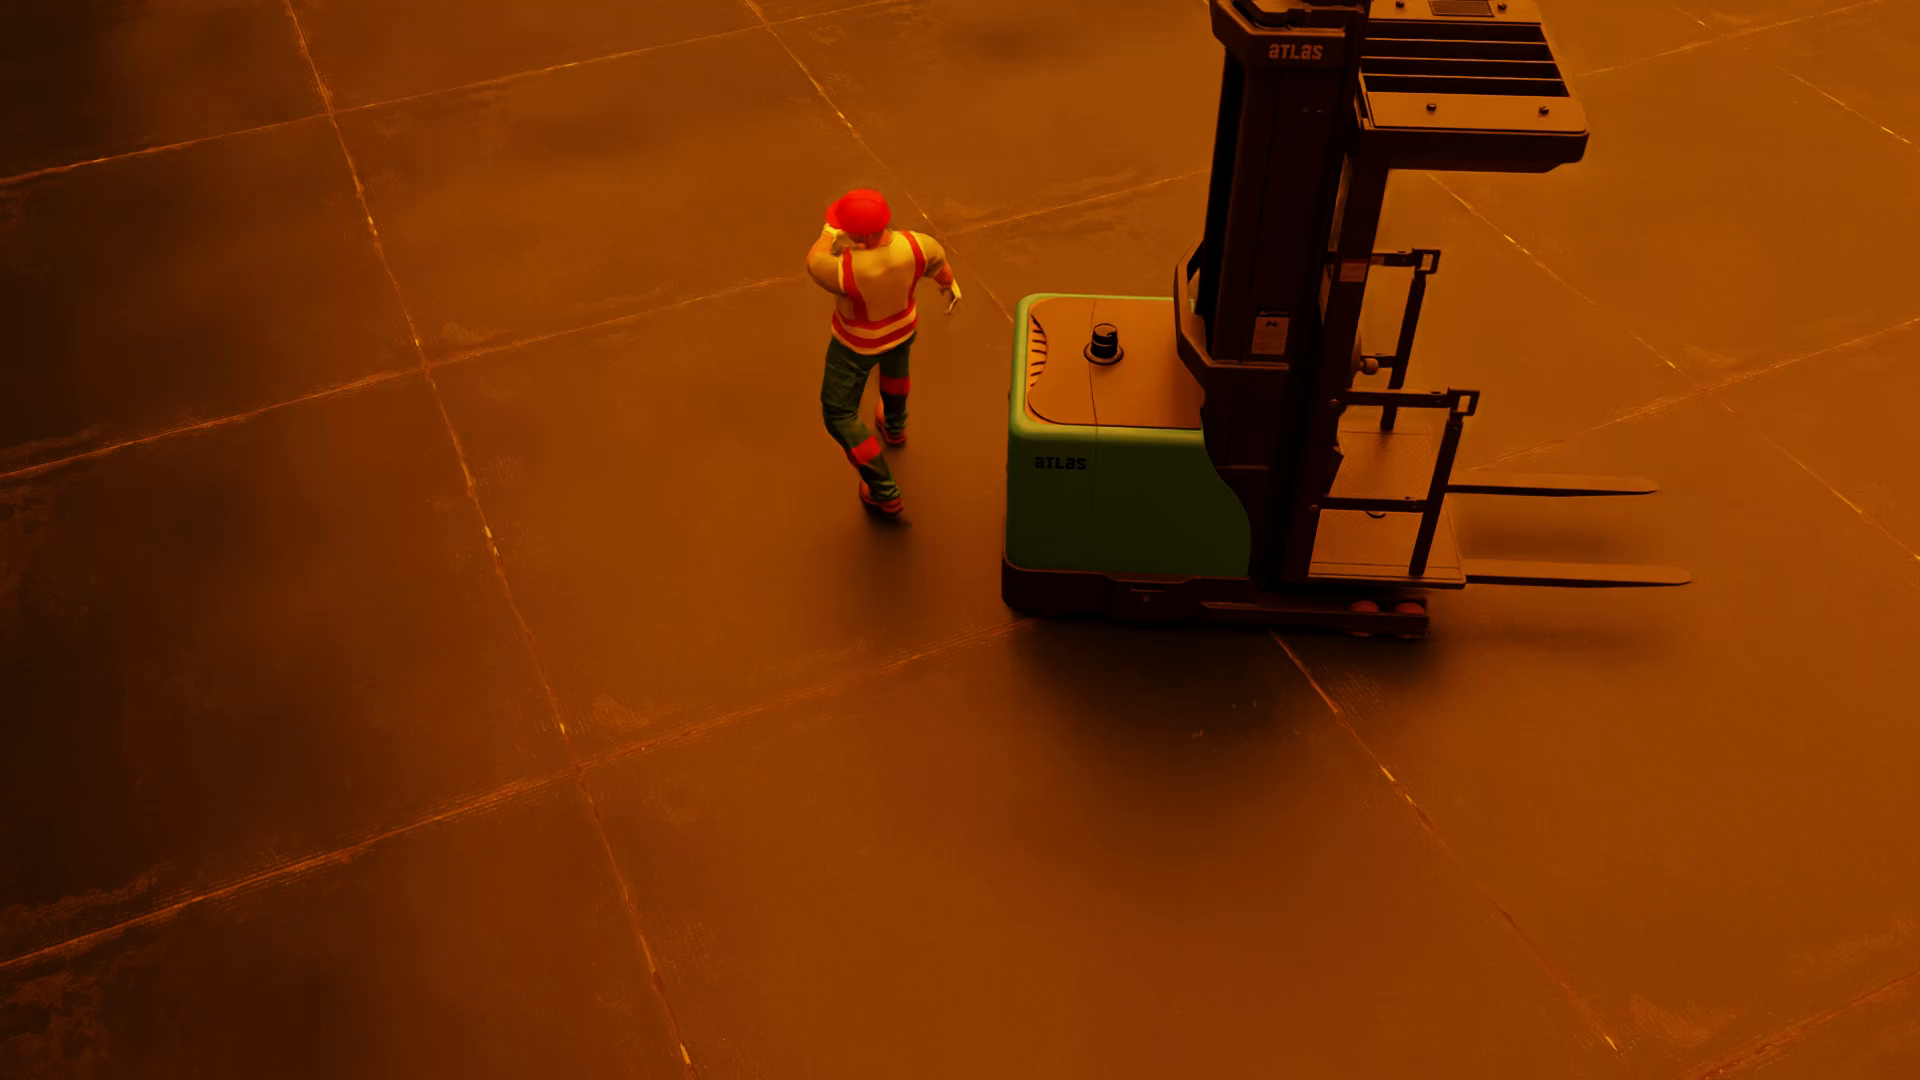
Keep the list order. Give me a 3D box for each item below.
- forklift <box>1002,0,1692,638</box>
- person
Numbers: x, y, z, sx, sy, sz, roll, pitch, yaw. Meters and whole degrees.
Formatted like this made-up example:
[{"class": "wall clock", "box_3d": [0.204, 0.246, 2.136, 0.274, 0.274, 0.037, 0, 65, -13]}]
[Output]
[{"class": "forklift", "box_3d": [1.724, -1.012, 6.765, 3.031, 2.935, 1.130, 2, 43, 2]}, {"class": "person", "box_3d": [-0.344, -1.032, 7.722, 0.806, 1.638, 0.851, -30, 51, -28]}]
